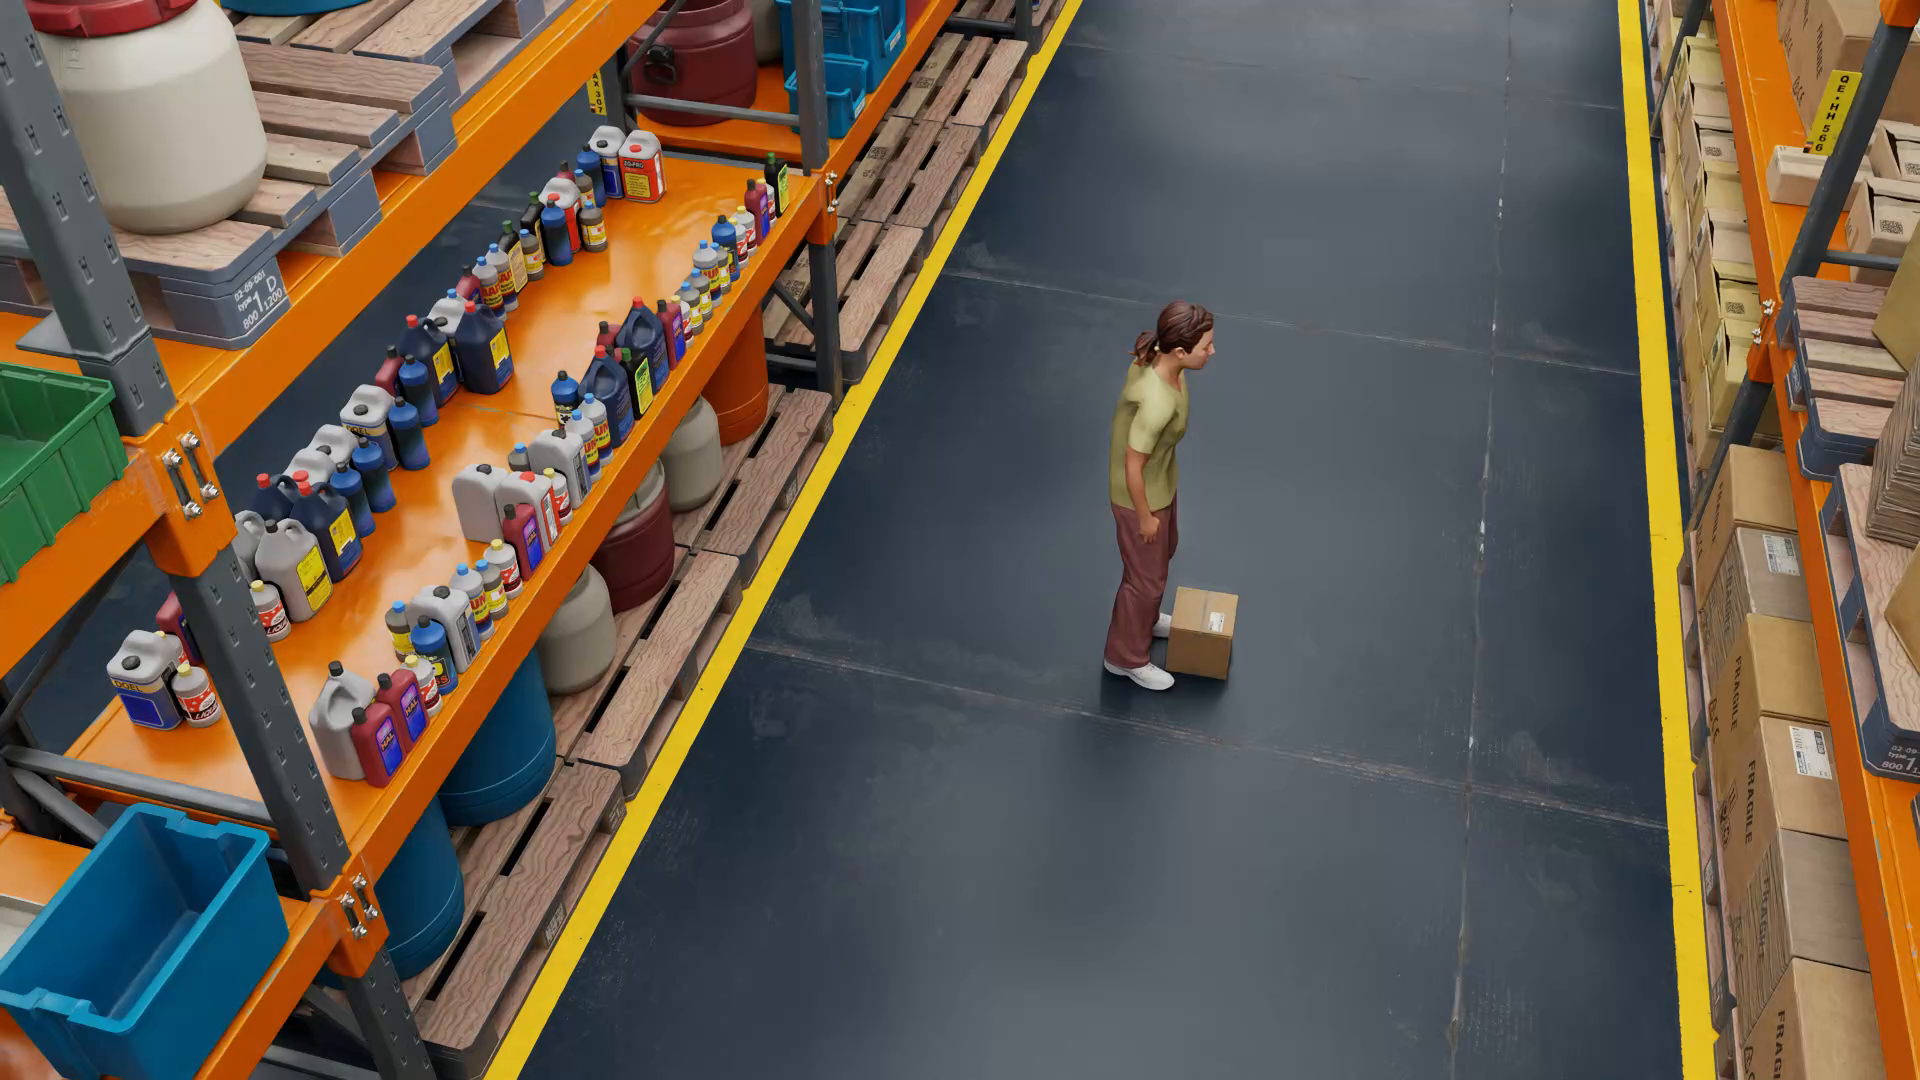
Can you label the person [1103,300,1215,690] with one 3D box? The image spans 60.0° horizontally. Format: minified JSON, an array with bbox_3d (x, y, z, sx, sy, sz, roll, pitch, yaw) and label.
[{"bbox_3d":[0.744,-0.190,6.377,0.361,1.672,0.499,9,42,10],"label":"person"}]
